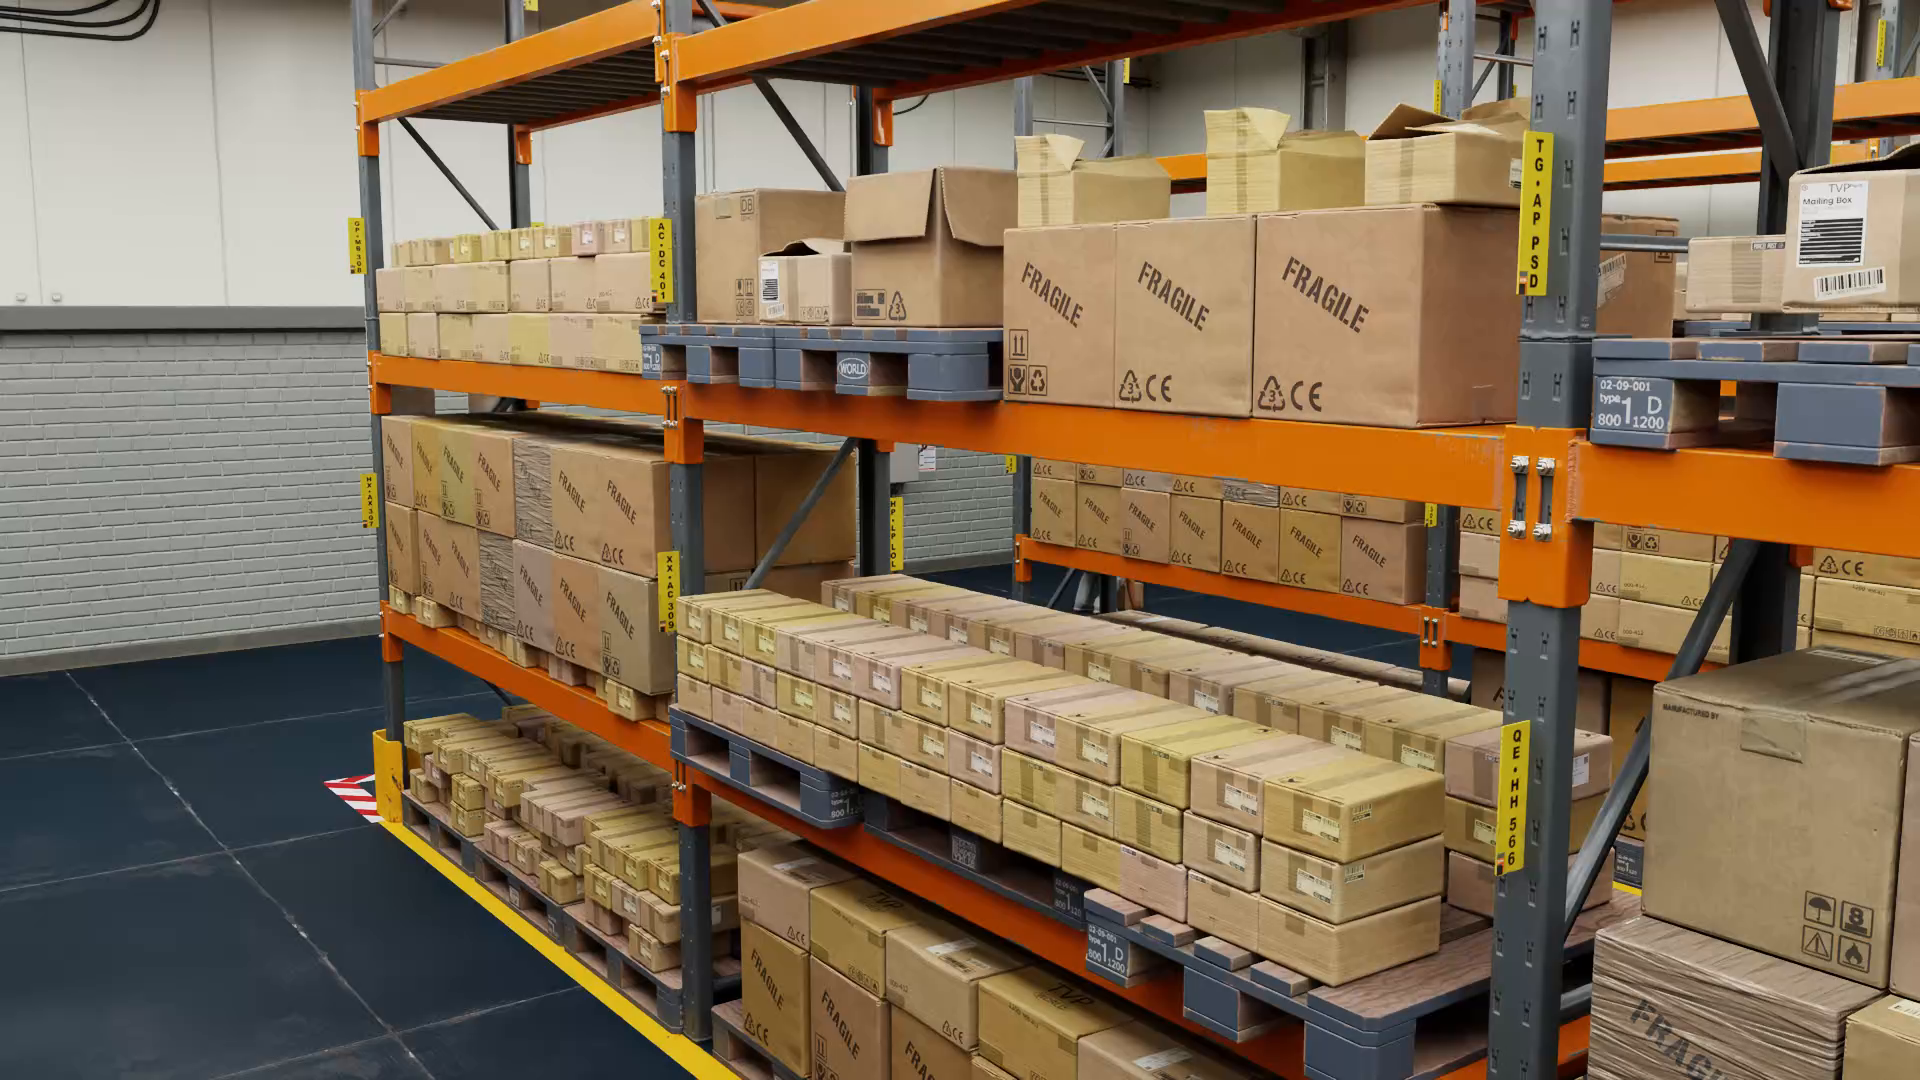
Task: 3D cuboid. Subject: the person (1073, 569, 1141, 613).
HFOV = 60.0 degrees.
[{"bbox_3d":[1.483,0.297,17.049,0.938,0.874,0.514,-6,10,-38],"label":"person"}]
